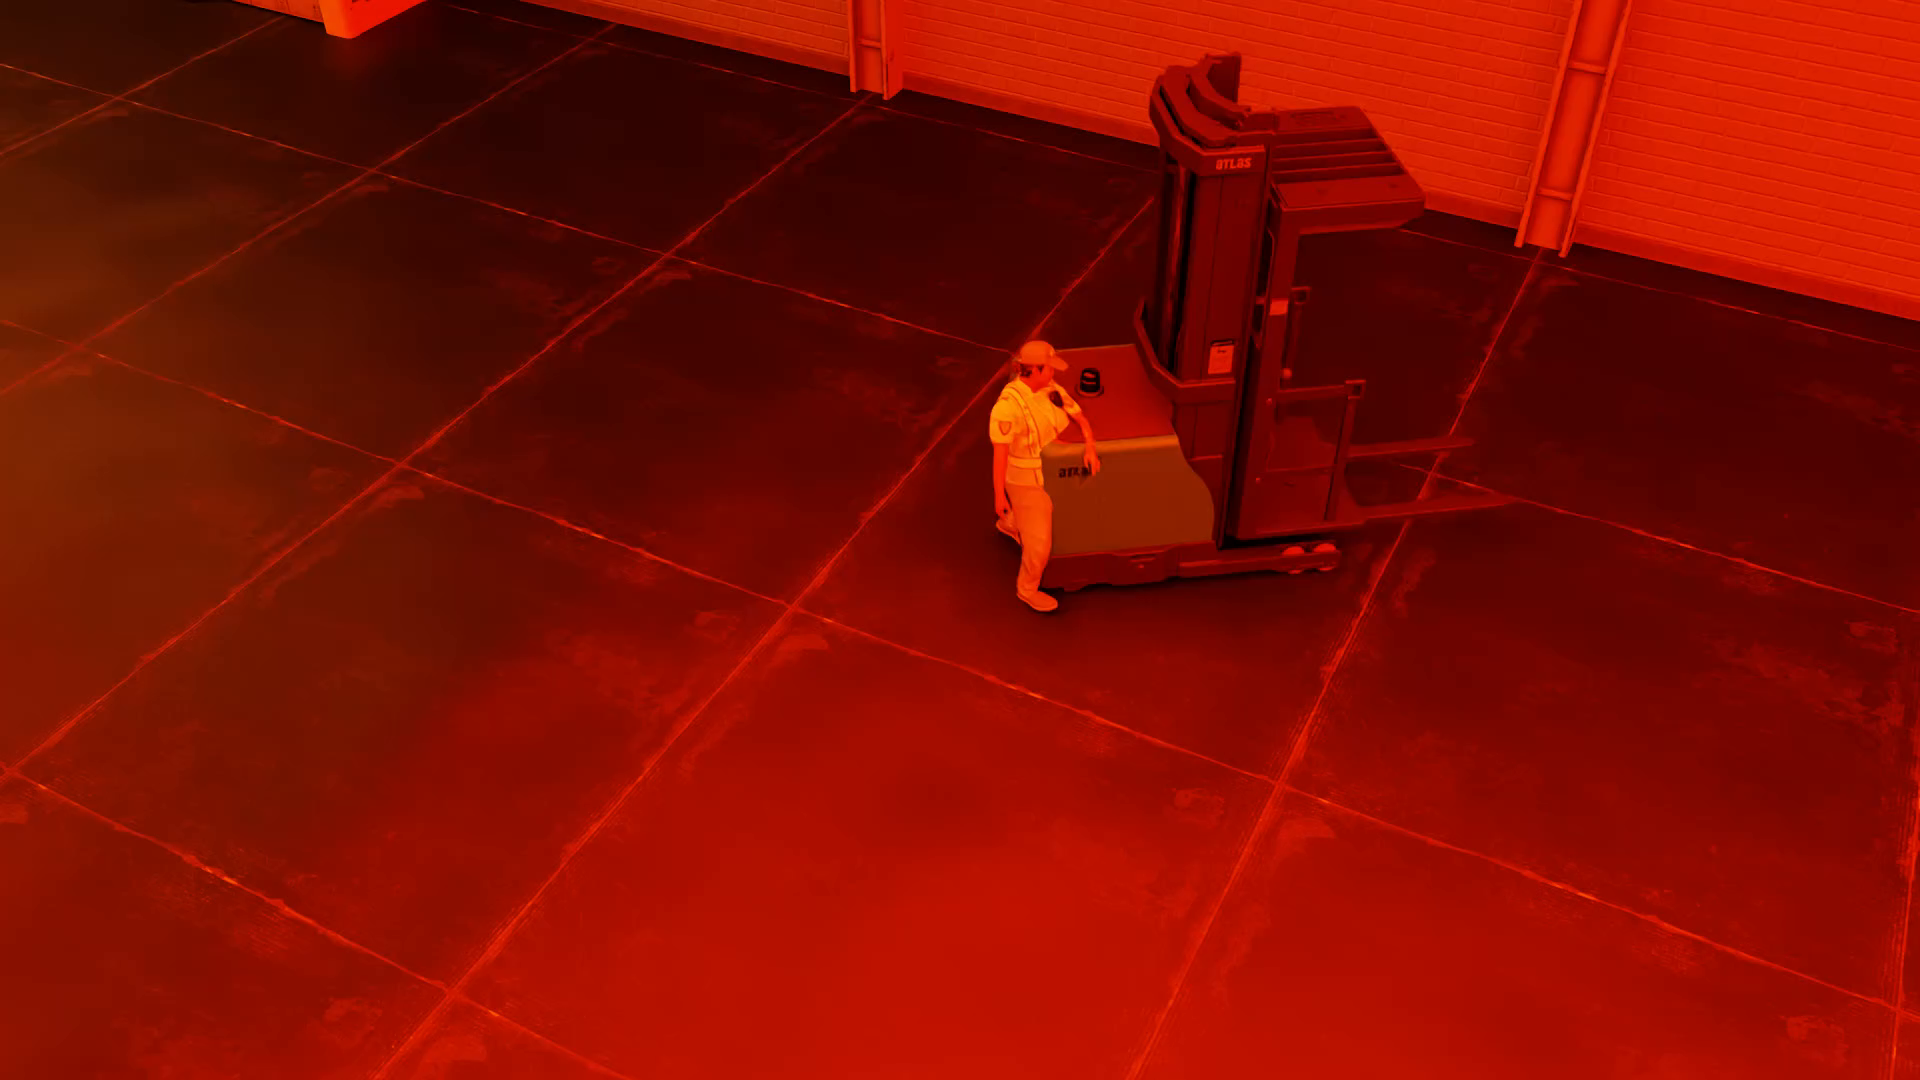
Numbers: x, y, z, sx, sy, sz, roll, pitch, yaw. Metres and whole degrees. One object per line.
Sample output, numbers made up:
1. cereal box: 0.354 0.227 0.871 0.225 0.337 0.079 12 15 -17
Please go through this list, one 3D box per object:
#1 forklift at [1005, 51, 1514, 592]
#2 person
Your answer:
1. forklift: 1.849 -1.250 9.471 3.031 2.935 1.130 -6 40 -7
2. person: 0.432 -0.354 9.491 0.816 1.539 0.740 23 45 25
